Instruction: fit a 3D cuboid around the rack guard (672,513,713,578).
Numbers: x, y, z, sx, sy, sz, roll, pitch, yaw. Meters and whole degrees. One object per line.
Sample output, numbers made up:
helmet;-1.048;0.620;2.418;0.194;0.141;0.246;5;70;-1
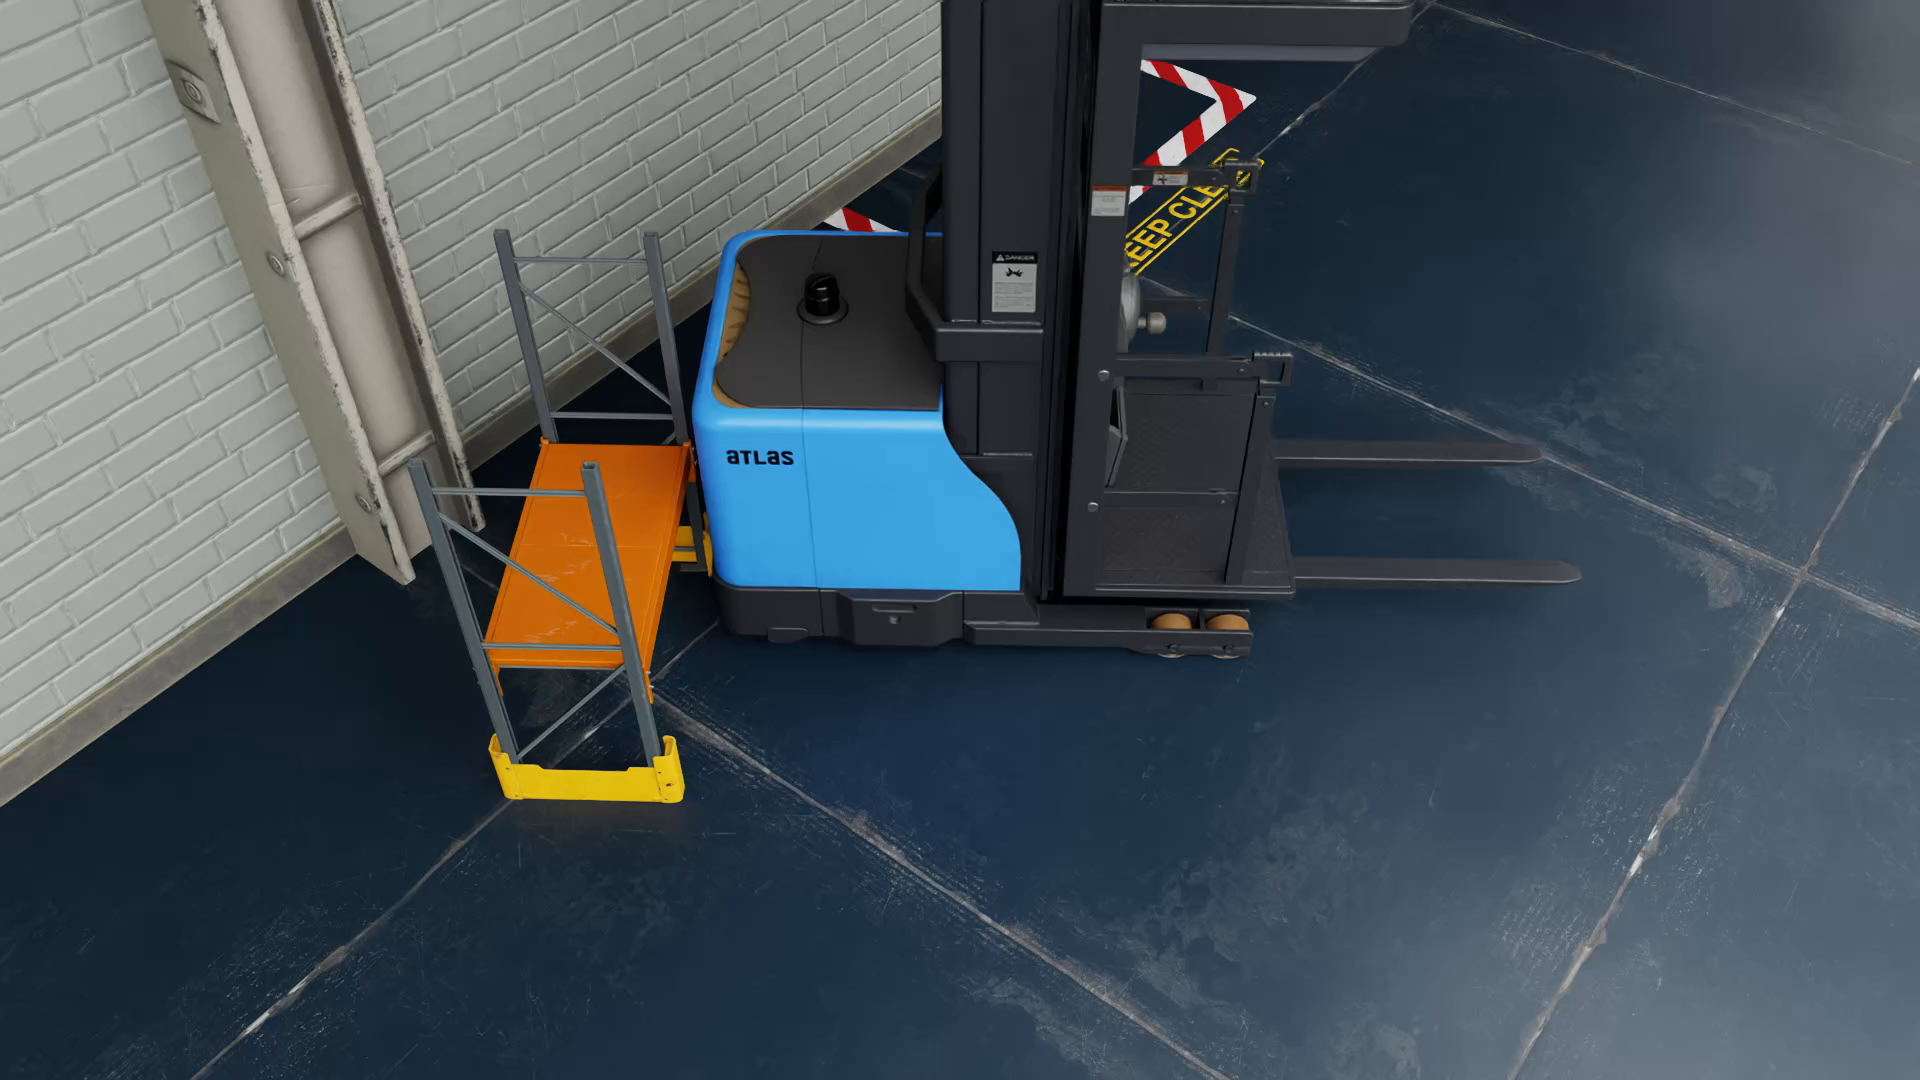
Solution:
rack guard;-1.172;0.016;6.062;0.587;0.250;0.087;1;46;1

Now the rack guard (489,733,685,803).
rack guard;-1.201;0.736;5.374;0.587;0.250;0.087;1;46;1

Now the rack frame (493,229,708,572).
rack frame;-1.172;-0.417;5.611;0.500;1.500;0.032;1;46;1

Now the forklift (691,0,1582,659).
forklift;0.667;-0.986;5.165;3.031;2.935;1.130;1;46;1

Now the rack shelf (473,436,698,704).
rack shelf;-1.187;0.075;5.390;0.538;0.185;1.000;1;46;1

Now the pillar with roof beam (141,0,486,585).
pillar with roof beam;1.372;-1.218;1.191;9.100;9.000;0.400;29;53;25

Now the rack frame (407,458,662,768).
rack frame;-1.201;0.318;4.909;0.500;1.500;0.032;1;46;1

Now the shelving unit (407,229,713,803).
shelving unit;-1.186;-0.056;5.266;0.587;1.500;1.083;1;46;1
